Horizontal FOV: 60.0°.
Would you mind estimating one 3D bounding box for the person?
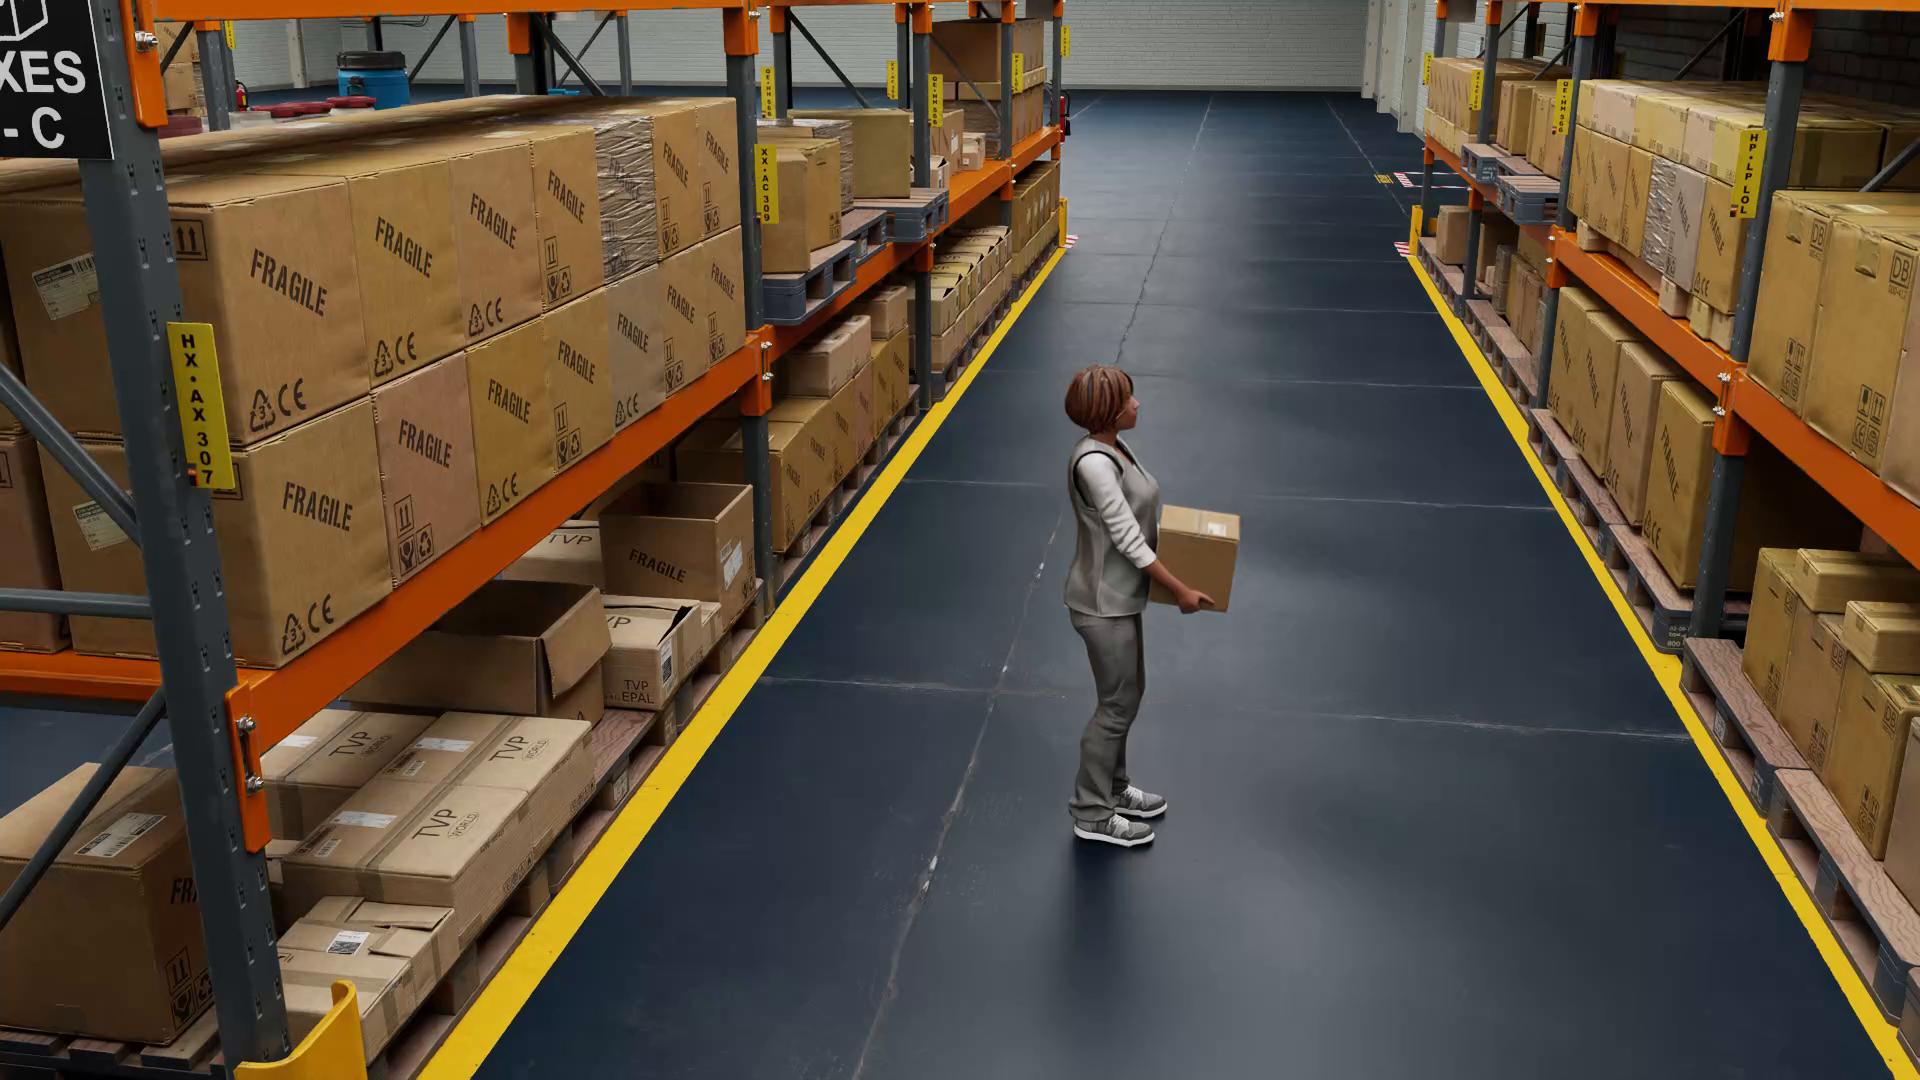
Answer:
[{"bbox_3d":[0.577,0.214,5.426,0.498,1.589,0.408,3,18,9],"label":"person"}]
